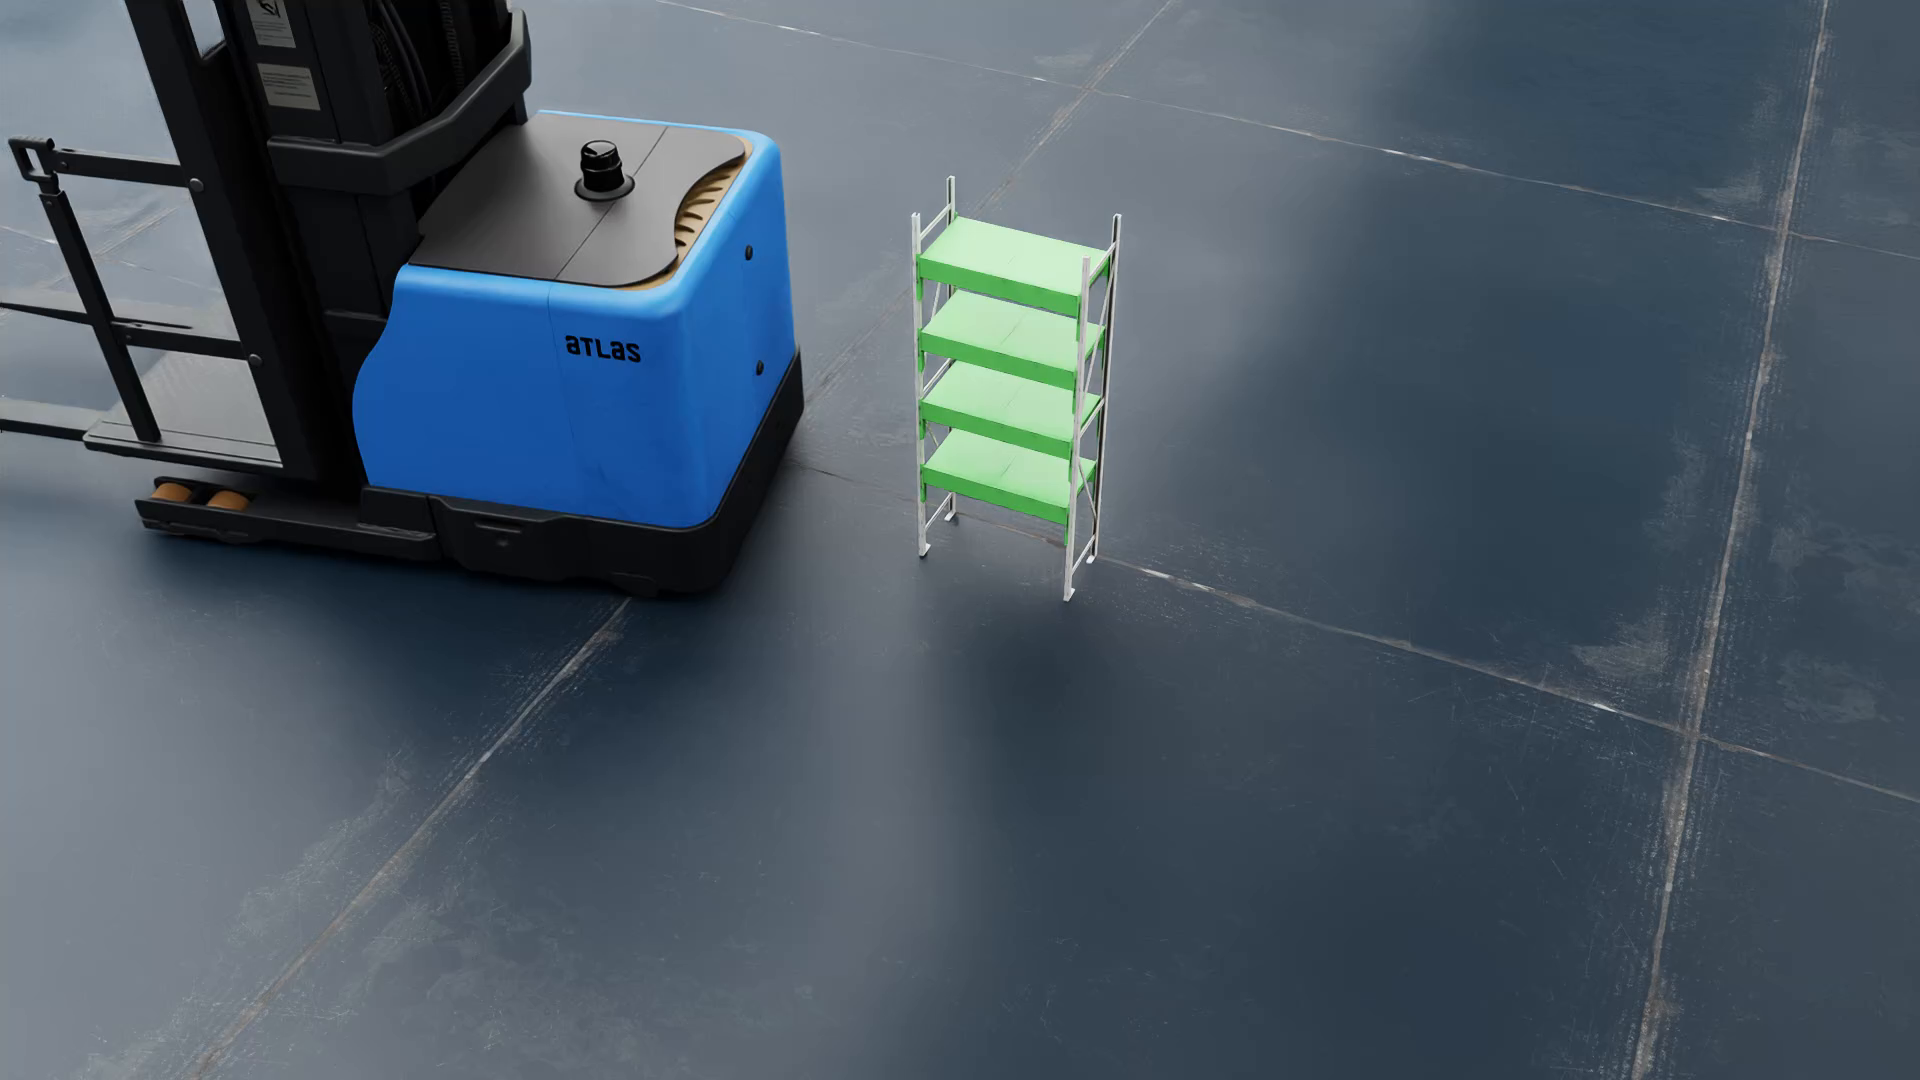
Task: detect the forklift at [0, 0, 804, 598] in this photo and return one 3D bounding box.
[{"bbox_3d":[-2.100,-1.425,4.656,3.031,2.935,1.130,8,42,9],"label":"forklift"}]

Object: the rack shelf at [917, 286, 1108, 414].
[{"bbox_3d":[0.150,-0.541,4.689,0.480,0.148,0.258,17,44,19],"label":"rack shelf"}]

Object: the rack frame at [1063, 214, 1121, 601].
[{"bbox_3d":[0.371,-0.340,4.726,0.015,1.200,0.240,17,44,19],"label":"rack frame"}]

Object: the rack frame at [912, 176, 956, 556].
[{"bbox_3d":[-0.071,-0.475,4.882,0.015,1.200,0.240,17,44,19],"label":"rack frame"}]

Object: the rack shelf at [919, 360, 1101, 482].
[{"bbox_3d":[0.150,-0.359,4.846,0.480,0.148,0.258,17,44,19],"label":"rack shelf"}]

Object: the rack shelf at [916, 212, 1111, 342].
[{"bbox_3d":[0.150,-0.722,4.532,0.480,0.148,0.258,17,44,19],"label":"rack shelf"}]

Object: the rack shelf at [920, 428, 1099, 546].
[{"bbox_3d":[0.150,-0.178,5.003,0.480,0.148,0.258,17,44,19],"label":"rack shelf"}]

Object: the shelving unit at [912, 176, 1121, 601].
[{"bbox_3d":[0.150,-0.408,4.804,0.503,1.200,0.258,17,44,19],"label":"shelving unit"}]
